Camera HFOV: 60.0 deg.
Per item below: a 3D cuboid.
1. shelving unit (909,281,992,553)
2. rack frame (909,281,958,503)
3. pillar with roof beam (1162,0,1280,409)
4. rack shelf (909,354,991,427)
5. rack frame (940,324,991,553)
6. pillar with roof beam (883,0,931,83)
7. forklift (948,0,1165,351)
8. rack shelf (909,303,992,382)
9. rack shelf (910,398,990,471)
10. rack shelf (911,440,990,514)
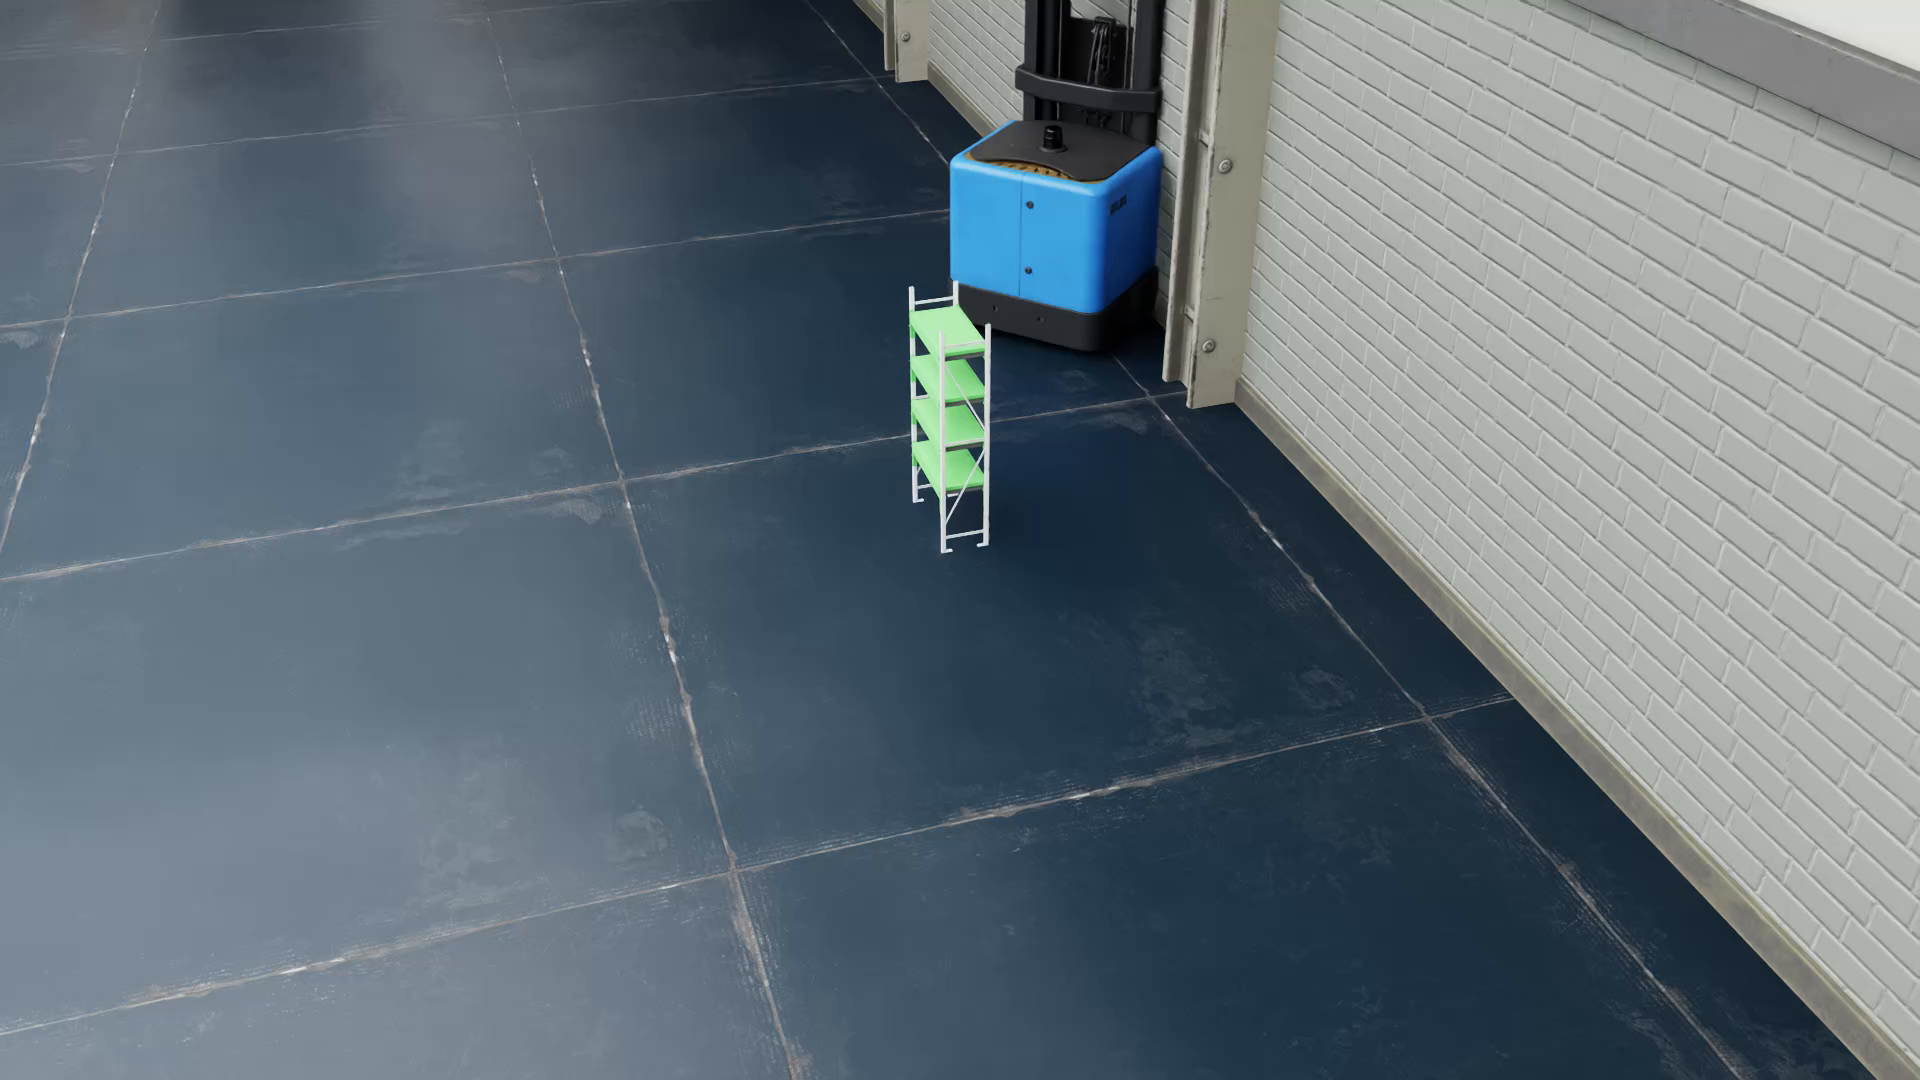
[{"bbox_3d":[-0.051,-0.587,8.051,0.258,1.200,0.503,-10,35,-15],"label":"shelving unit"},{"bbox_3d":[-0.125,-0.716,8.245,0.240,1.200,0.015,-10,35,-15],"label":"rack frame"},{"bbox_3d":[-2.718,-3.898,5.987,9.100,9.000,0.400,-10,35,-15],"label":"pillar with roof beam"},{"bbox_3d":[-0.051,-0.734,7.954,0.258,0.148,0.480,-10,35,-15],"label":"rack shelf"},{"bbox_3d":[0.024,-0.459,7.857,0.240,1.200,0.015,-10,35,-15],"label":"rack frame"},{"bbox_3d":[-4.548,-7.049,10.754,9.100,9.000,0.400,-10,35,-15],"label":"pillar with roof beam"},{"bbox_3d":[1.093,-3.122,10.316,1.130,2.935,3.031,17,37,24],"label":"forklift"},{"bbox_3d":[-0.051,-0.935,7.821,0.258,0.148,0.480,-10,35,-15],"label":"rack shelf"},{"bbox_3d":[-0.051,-0.534,8.086,0.258,0.148,0.480,-10,35,-15],"label":"rack shelf"},{"bbox_3d":[-0.051,-0.334,8.218,0.258,0.148,0.480,-10,35,-15],"label":"rack shelf"}]
